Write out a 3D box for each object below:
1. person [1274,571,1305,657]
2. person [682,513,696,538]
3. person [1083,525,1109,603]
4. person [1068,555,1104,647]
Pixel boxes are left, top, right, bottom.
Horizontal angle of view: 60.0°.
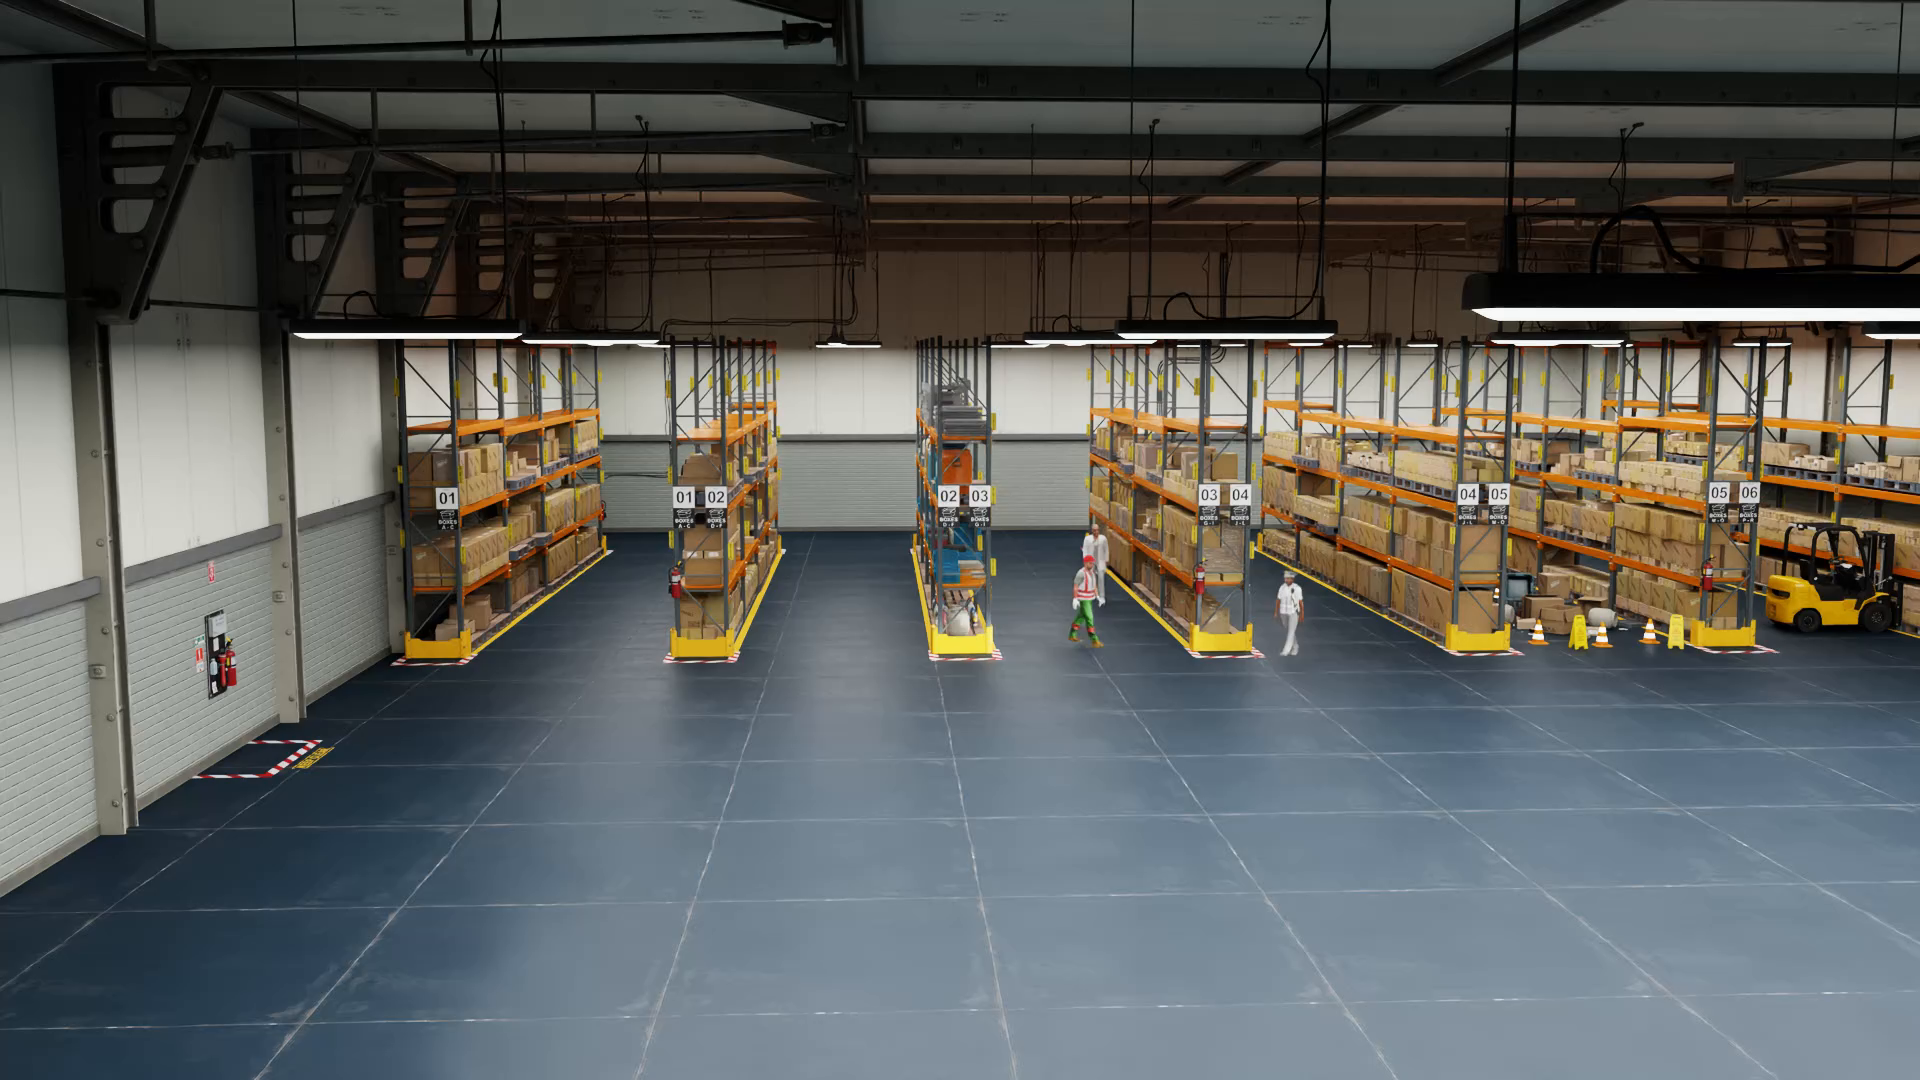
[{"bbox_3d":[6.096,1.381,30.983,0.499,1.629,1.007,6,9,42],"label":"person"},{"bbox_3d":[-7.338,-0.205,45.128,0.512,1.632,0.489,3,7,25],"label":"person"},{"bbox_3d":[3.100,0.523,37.996,0.594,1.738,0.955,1,7,8],"label":"person"},{"bbox_3d":[2.493,1.157,32.357,0.940,1.741,0.562,4,8,32],"label":"person"}]
